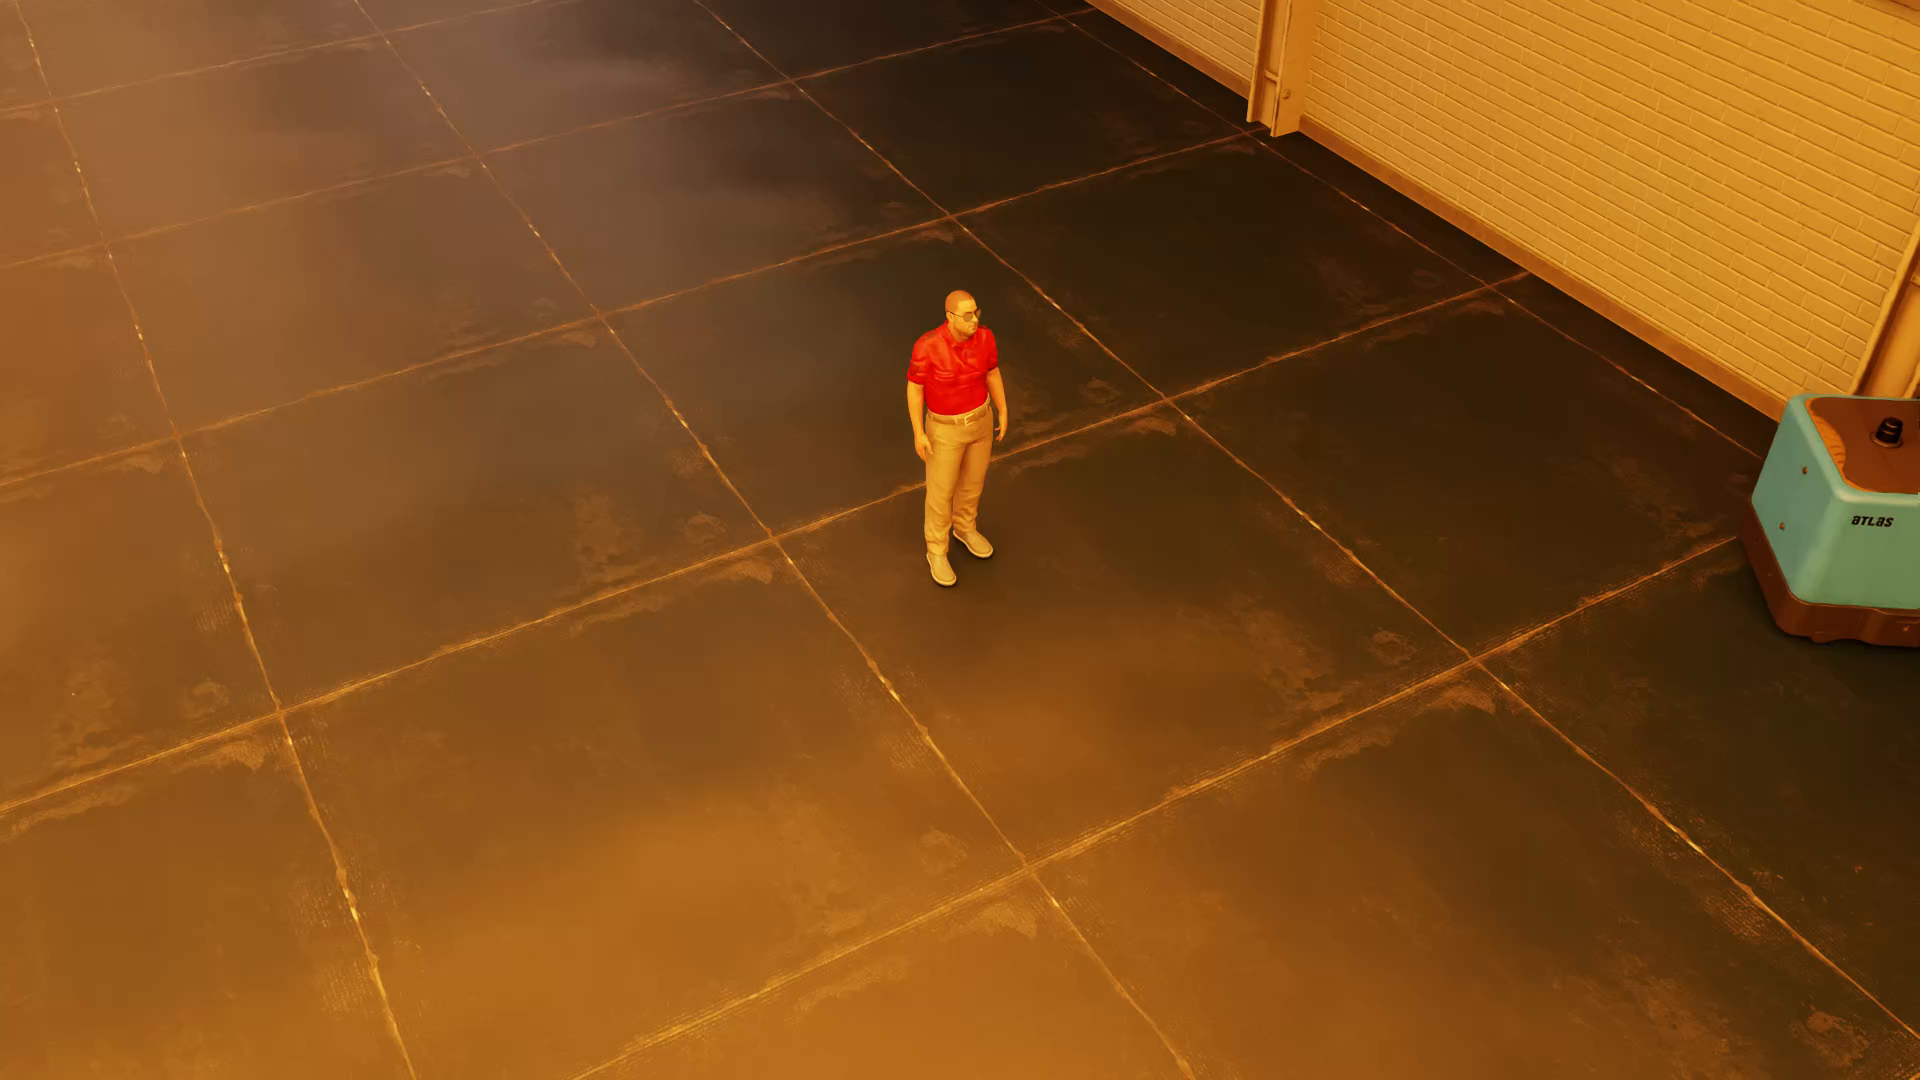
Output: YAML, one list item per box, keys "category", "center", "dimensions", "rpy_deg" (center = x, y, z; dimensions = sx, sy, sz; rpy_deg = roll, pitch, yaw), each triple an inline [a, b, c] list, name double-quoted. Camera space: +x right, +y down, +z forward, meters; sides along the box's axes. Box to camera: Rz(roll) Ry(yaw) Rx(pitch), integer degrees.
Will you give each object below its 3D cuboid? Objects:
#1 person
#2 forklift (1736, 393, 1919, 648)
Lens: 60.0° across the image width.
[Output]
- category: "person"
  center: [0.034, -0.617, 9.711]
  dimensions: [0.640, 1.727, 0.551]
  rpy_deg: [-20, 44, -23]
- category: "forklift"
  center: [6.274, -0.770, 8.965]
  dimensions: [3.031, 2.935, 1.130]
  rpy_deg: [3, 40, 4]
